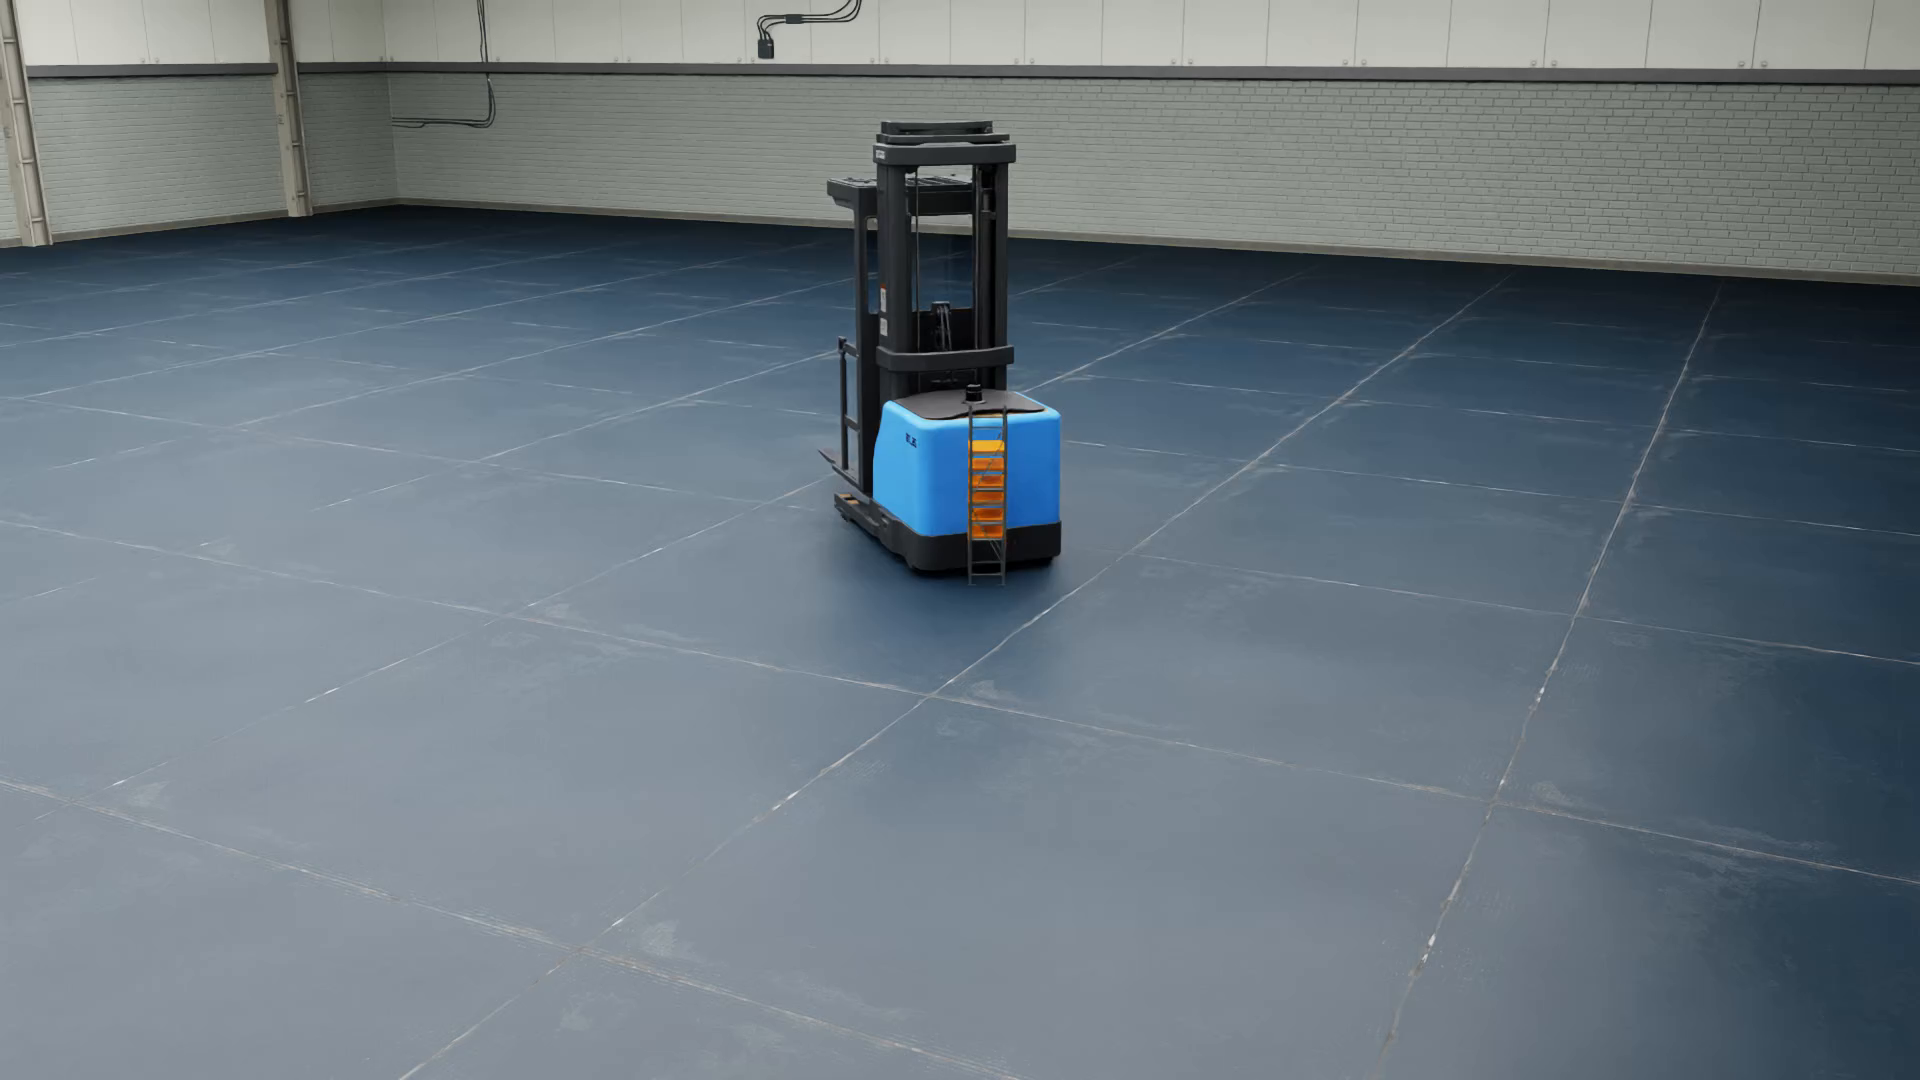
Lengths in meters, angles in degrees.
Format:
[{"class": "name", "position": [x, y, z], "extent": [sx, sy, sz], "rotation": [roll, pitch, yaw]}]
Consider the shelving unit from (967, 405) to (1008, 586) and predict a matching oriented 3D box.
[{"class": "shelving unit", "position": [0.178, -0.280, 10.833], "extent": [0.258, 1.200, 0.189], "rotation": [0, 25, -1]}]

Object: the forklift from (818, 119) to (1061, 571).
[{"class": "forklift", "position": [-0.311, -1.578, 12.188], "extent": [1.130, 2.935, 3.031], "rotation": [-6, 18, -20]}]

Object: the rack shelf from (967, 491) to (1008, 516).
[{"class": "rack shelf", "position": [0.178, -0.240, 10.852], "extent": [0.258, 0.103, 0.180], "rotation": [0, 25, -1]}]

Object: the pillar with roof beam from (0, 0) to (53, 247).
[{"class": "pillar with roof beam", "position": [-12.705, -9.058, 26.717], "extent": [9.100, 9.000, 0.400], "rotation": [8, 18, 25]}]

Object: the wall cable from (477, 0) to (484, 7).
[{"class": "wall cable", "position": [-8.956, -12.305, 34.231], "extent": [3.097, 2.526, 0.112], "rotation": [8, 18, 25]}]

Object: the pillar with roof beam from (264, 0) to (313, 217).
[{"class": "pillar with roof beam", "position": [-10.024, -10.587, 31.863], "extent": [9.100, 9.000, 0.400], "rotation": [8, 18, 25]}]

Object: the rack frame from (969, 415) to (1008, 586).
[{"class": "rack frame", "position": [0.180, -0.242, 10.750], "extent": [0.240, 1.200, 0.006], "rotation": [0, 25, -1]}]

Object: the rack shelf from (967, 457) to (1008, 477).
[{"class": "rack shelf", "position": [0.178, -0.457, 10.750], "extent": [0.258, 0.103, 0.180], "rotation": [0, 25, -1]}]

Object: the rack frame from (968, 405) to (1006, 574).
[{"class": "rack frame", "position": [0.176, -0.319, 10.916], "extent": [0.240, 1.200, 0.006], "rotation": [0, 25, -1]}]

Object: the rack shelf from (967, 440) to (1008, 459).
[{"class": "rack shelf", "position": [0.179, -0.566, 10.699], "extent": [0.258, 0.103, 0.180], "rotation": [0, 25, -1]}]

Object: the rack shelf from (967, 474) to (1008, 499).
[{"class": "rack shelf", "position": [0.178, -0.349, 10.801], "extent": [0.258, 0.103, 0.180], "rotation": [0, 25, -1]}]

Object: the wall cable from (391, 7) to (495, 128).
[{"class": "wall cable", "position": [-11.376, -10.228, 36.109], "extent": [3.097, 2.526, 0.112], "rotation": [8, 18, 25]}]

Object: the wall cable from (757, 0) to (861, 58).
[{"class": "wall cable", "position": [-2.890, -12.135, 31.102], "extent": [2.305, 6.003, 0.169], "rotation": [8, 18, 25]}]

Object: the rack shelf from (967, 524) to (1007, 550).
[{"class": "rack shelf", "position": [0.177, -0.023, 10.954], "extent": [0.258, 0.103, 0.180], "rotation": [0, 25, -1]}]

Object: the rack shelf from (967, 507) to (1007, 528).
[{"class": "rack shelf", "position": [0.177, -0.132, 10.903], "extent": [0.258, 0.103, 0.180], "rotation": [0, 25, -1]}]
